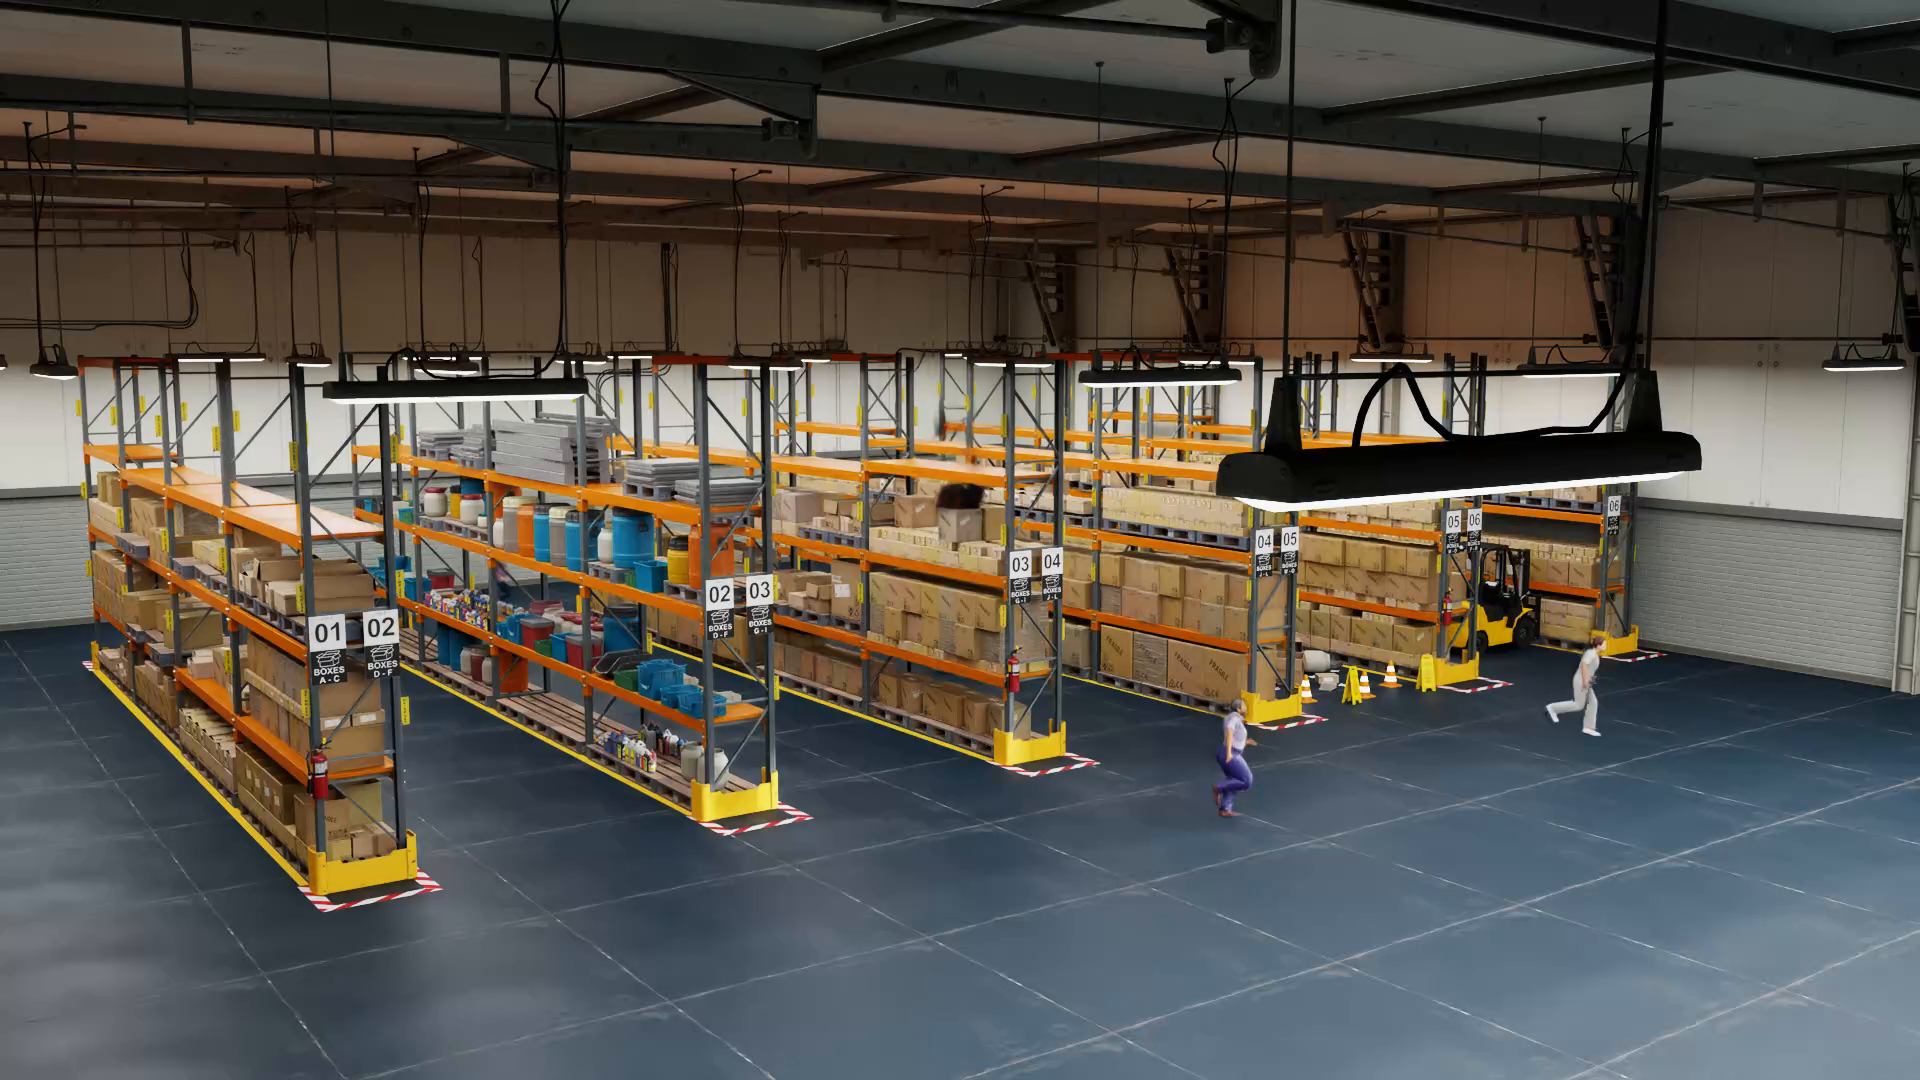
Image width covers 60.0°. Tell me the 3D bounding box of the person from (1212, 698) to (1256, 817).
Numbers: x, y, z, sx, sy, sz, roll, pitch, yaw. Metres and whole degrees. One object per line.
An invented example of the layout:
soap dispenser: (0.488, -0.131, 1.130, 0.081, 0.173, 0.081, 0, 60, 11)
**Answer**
person: (3.643, 2.891, 22.046, 0.625, 1.600, 0.645, -1, 7, -5)

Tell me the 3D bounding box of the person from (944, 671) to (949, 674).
person: (-0.229, 1.728, 31.441, 0.662, 1.592, 0.505, 5, 9, 38)

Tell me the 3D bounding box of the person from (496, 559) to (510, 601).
person: (-10.616, 0.930, 38.282, 0.548, 1.556, 0.548, -2, 7, -12)

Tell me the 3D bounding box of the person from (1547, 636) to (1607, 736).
person: (9.913, 2.325, 26.744, 0.874, 1.621, 0.567, 2, 7, 17)
